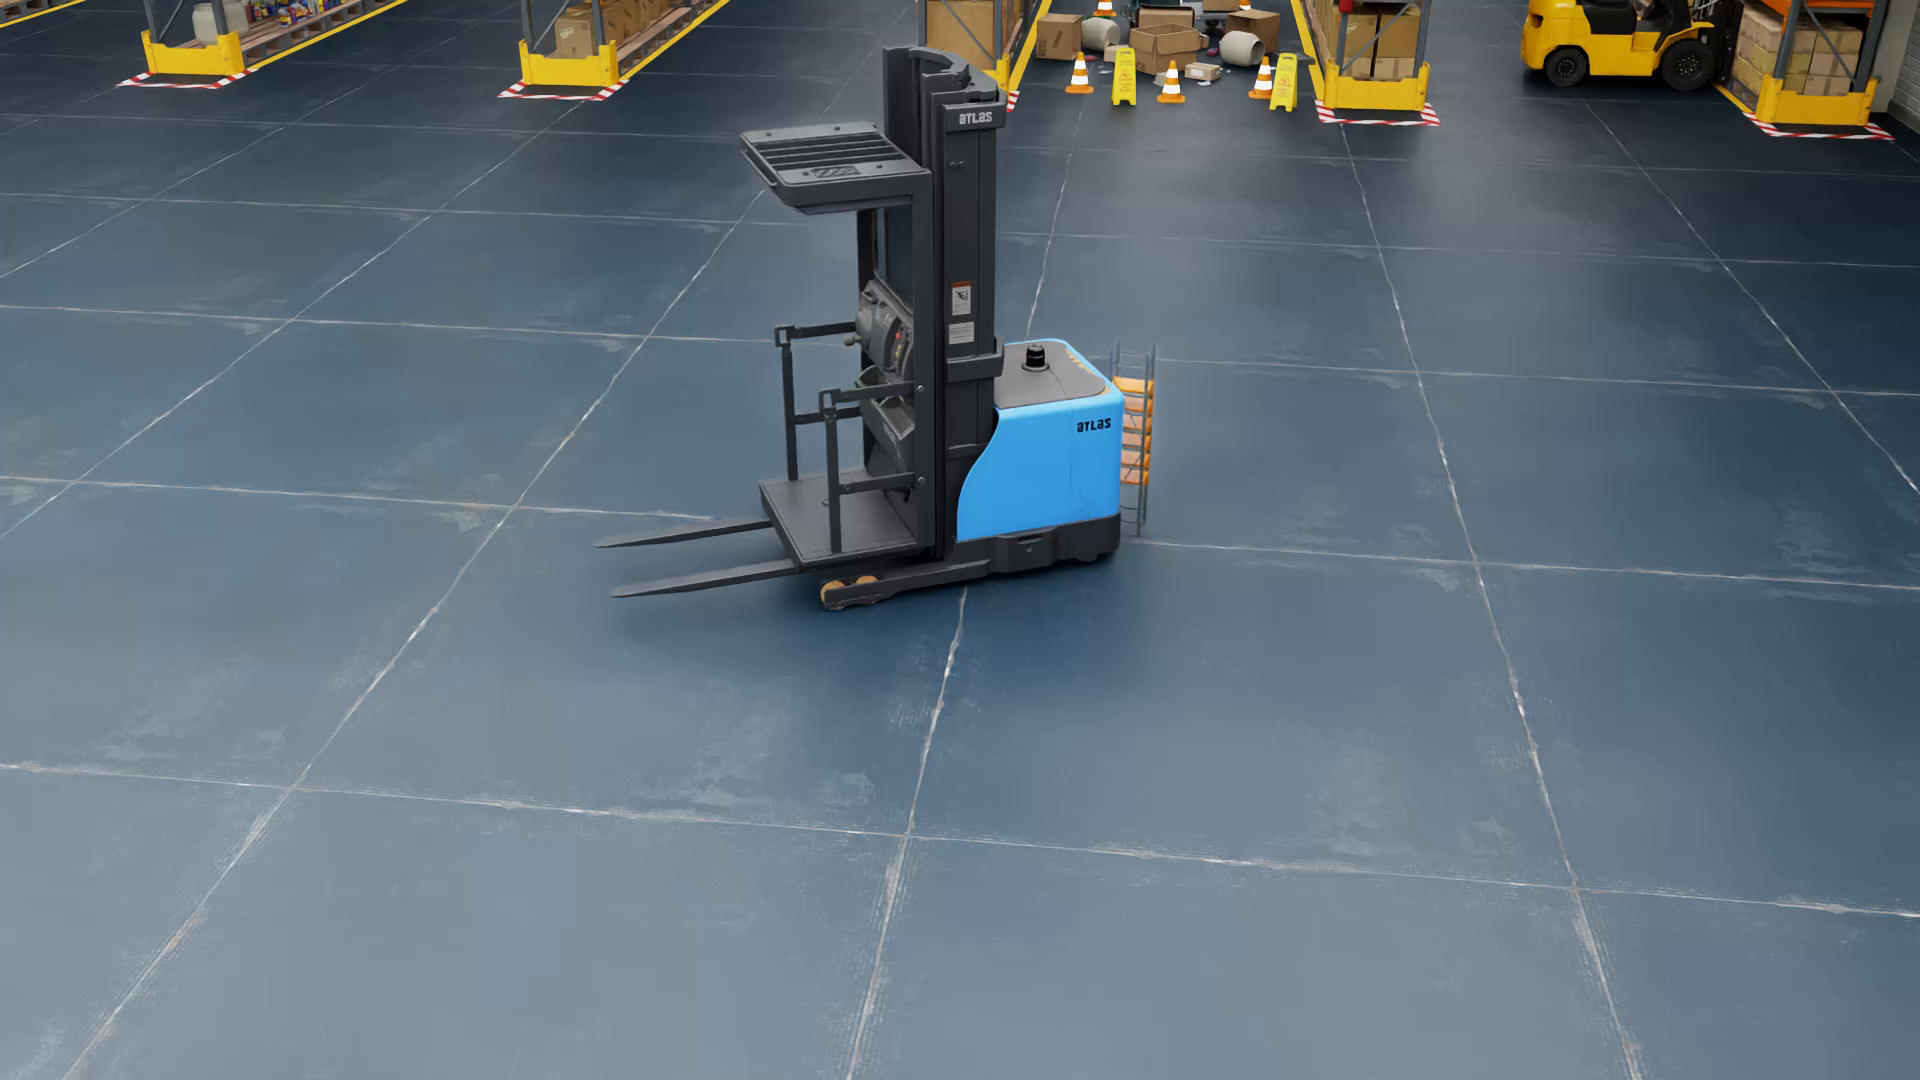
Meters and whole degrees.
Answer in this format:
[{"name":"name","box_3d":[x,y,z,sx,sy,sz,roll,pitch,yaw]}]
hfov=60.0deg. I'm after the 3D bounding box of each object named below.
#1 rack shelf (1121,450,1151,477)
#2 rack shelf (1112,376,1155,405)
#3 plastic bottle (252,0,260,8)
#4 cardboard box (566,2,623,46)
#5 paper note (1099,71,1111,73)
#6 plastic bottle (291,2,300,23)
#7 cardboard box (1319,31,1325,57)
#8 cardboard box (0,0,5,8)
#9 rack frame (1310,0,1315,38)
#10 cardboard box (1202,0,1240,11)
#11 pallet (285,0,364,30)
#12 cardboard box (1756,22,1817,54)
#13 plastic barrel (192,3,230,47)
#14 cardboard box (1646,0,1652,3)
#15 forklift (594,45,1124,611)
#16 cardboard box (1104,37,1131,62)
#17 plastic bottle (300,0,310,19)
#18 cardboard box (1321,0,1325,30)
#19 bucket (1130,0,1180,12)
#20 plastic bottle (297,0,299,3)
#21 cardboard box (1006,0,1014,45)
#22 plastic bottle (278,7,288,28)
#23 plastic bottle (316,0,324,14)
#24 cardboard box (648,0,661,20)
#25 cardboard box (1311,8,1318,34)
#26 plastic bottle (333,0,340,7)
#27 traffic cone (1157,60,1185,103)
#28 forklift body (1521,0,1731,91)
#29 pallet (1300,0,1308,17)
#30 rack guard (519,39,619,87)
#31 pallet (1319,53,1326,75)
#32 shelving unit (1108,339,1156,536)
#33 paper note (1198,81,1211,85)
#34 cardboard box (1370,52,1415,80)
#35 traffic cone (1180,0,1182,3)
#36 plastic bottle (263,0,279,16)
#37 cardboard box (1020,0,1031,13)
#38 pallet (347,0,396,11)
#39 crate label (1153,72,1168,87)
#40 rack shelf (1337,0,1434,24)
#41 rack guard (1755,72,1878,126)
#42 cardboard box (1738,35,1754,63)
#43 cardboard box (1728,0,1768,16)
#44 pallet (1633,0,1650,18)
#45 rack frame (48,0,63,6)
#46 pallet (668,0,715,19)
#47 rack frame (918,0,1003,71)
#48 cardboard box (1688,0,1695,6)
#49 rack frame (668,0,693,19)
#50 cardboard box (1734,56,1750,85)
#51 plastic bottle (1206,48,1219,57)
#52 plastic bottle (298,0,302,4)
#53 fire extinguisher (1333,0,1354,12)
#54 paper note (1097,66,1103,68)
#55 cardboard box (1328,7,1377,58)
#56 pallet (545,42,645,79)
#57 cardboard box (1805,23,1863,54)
[{"name":"rack shelf","box_3d":[1.025,-0.469,10.200,0.258,0.103,0.180,9,29,16]},{"name":"rack shelf","box_3d":[1.025,-0.893,9.975,0.258,0.103,0.180,9,29,16]},{"name":"plastic bottle","box_3d":[-9.939,-7.521,23.377,0.144,0.351,0.185,5,29,8]},{"name":"cardboard box","box_3d":[-4.772,-6.716,21.746,0.500,0.500,0.500,11,30,19]},{"name":"paper note","box_3d":[1.878,-6.031,21.415,0.144,0.017,0.142,14,31,24]},{"name":"plastic bottle","box_3d":[-9.247,-7.332,23.110,0.097,0.271,0.097,0,28,0]},{"name":"cardboard box","box_3d":[4.893,-6.340,21.312,0.500,0.250,0.500,2,28,4]},{"name":"cardboard box","box_3d":[-14.203,-7.788,24.000,0.500,0.250,0.500,3,28,6]},{"name":"rack frame","box_3d":[5.421,-8.362,22.609,1.000,3.000,0.127,3,28,6]},{"name":"cardboard box","box_3d":[3.651,-7.684,23.188,0.500,0.500,0.500,3,28,6]},{"name":"pallet","box_3d":[-9.454,-7.685,24.292,1.003,0.211,1.213,3,28,6]},{"name":"cardboard box","box_3d":[9.605,-5.842,19.333,0.500,0.250,0.500,4,29,8]},{"name":"plastic barrel","box_3d":[-9.815,-6.747,21.791,0.421,0.512,0.421,0,28,0]},{"name":"cardboard box","box_3d":[10.593,-8.180,24.332,0.875,0.625,0.625,2,28,4]},{"name":"forklift","box_3d":[-0.611,-1.168,9.328,3.031,2.935,1.130,-9,30,-17]},{"name":"cardboard box","box_3d":[2.113,-6.483,22.003,0.396,0.266,0.258,8,29,15]},{"name":"plastic bottle","box_3d":[-9.210,-7.475,23.375,0.097,0.271,0.097,0,28,0]},{"name":"cardboard box","box_3d":[4.962,-6.908,21.576,0.500,0.500,0.500,5,29,9]},{"name":"bucket","box_3d":[2.767,-7.632,23.103,0.726,0.611,0.620,14,21,24]},{"name":"plastic bottle","box_3d":[-9.711,-7.940,24.225,0.061,0.283,0.133,3,28,6]},{"name":"cardboard box","box_3d":[0.243,-7.135,22.129,0.875,0.875,0.875,4,29,7]},{"name":"plastic bottle","box_3d":[-9.289,-7.171,22.811,0.097,0.271,0.097,0,28,0]},{"name":"plastic bottle","box_3d":[-9.186,-7.691,23.693,0.144,0.351,0.185,3,28,6]},{"name":"cardboard box","box_3d":[-4.566,-7.567,23.325,0.500,0.500,0.500,13,31,22]},{"name":"cardboard box","box_3d":[5.081,-7.075,22.675,0.500,0.250,0.500,2,28,4]},{"name":"plastic bottle","box_3d":[-9.123,-7.934,24.143,0.144,0.351,0.185,3,28,5]},{"name":"traffic cone","box_3d":[2.560,-5.544,20.053,0.336,0.463,0.334,3,28,6]},{"name":"forklift body","box_3d":[8.279,-6.818,20.637,2.313,2.155,1.214,3,28,6]},{"name":"pallet","box_3d":[5.662,-8.077,25.020,1.003,0.211,1.213,3,28,6]},{"name":"rack guard","box_3d":[-4.895,-5.991,20.842,1.175,0.500,0.348,3,28,6]},{"name":"pallet","box_3d":[5.227,-6.241,21.611,1.003,0.211,1.213,3,28,6]},{"name":"shelving unit","box_3d":[1.025,-0.614,10.123,0.258,1.200,0.189,9,29,16]},{"name":"paper note","box_3d":[3.071,-5.733,20.859,0.148,0.019,0.142,-6,29,-11]},{"name":"cardboard box","box_3d":[5.304,-5.817,20.342,0.500,0.250,0.500,3,28,6]},{"name":"traffic cone","box_3d":[3.227,-8.105,24.807,0.336,0.463,0.334,3,28,6]},{"name":"plastic bottle","box_3d":[-9.766,-7.579,23.563,0.152,0.276,0.135,3,28,6]},{"name":"cardboard box","box_3d":[0.483,-8.094,24.041,1.050,0.750,0.750,3,28,6]},{"name":"pallet","box_3d":[-9.272,-8.370,25.564,1.003,0.211,1.213,3,28,6]},{"name":"crate label","box_3d":[2.595,-5.775,20.824,0.250,0.136,0.298,-11,30,-20]},{"name":"rack shelf","box_3d":[5.176,-7.104,21.032,1.077,0.370,4.000,3,28,6]},{"name":"rack guard","box_3d":[9.855,-5.081,19.154,1.175,0.500,0.348,3,28,6]},{"name":"cardboard box","box_3d":[9.679,-5.870,19.912,0.500,0.250,0.500,3,28,6]},{"name":"cardboard box","box_3d":[9.783,-6.559,20.664,0.500,0.250,0.500,3,28,5]},{"name":"pallet","box_3d":[10.546,-7.773,24.455,1.003,0.211,1.213,3,28,6]},{"name":"rack frame","box_3d":[-14.246,-9.516,24.750,1.000,3.000,0.127,3,28,6]},{"name":"pallet","box_3d":[-4.320,-8.077,25.020,1.003,0.211,1.213,3,28,6]},{"name":"rack frame","box_3d":[0.006,-6.719,19.560,1.000,3.000,0.127,3,28,6]},{"name":"cardboard box","box_3d":[9.982,-7.060,22.122,0.500,0.250,0.500,3,28,6]},{"name":"rack frame","box_3d":[-4.414,-8.938,23.678,1.000,3.000,0.127,3,28,6]},{"name":"cardboard box","box_3d":[9.672,-5.640,20.013,0.500,0.250,0.500,3,28,6]},{"name":"plastic bottle","box_3d":[3.402,-6.570,22.381,0.133,0.061,0.283,8,29,15]},{"name":"plastic bottle","box_3d":[-9.315,-7.591,23.578,0.061,0.283,0.133,3,28,6]},{"name":"fire extinguisher","box_3d":[4.460,-6.418,19.082,0.296,0.674,0.183,3,28,6]},{"name":"paper note","box_3d":[1.839,-6.176,21.703,0.032,0.001,0.123,20,34,32]},{"name":"cardboard box","box_3d":[4.770,-6.176,20.217,0.500,0.500,0.500,4,29,7]},{"name":"pallet","box_3d":[-4.760,-6.244,21.617,1.003,0.211,1.213,3,28,6]},{"name":"cardboard box","box_3d":[10.104,-5.822,19.297,0.500,0.250,0.500,3,28,5]}]
